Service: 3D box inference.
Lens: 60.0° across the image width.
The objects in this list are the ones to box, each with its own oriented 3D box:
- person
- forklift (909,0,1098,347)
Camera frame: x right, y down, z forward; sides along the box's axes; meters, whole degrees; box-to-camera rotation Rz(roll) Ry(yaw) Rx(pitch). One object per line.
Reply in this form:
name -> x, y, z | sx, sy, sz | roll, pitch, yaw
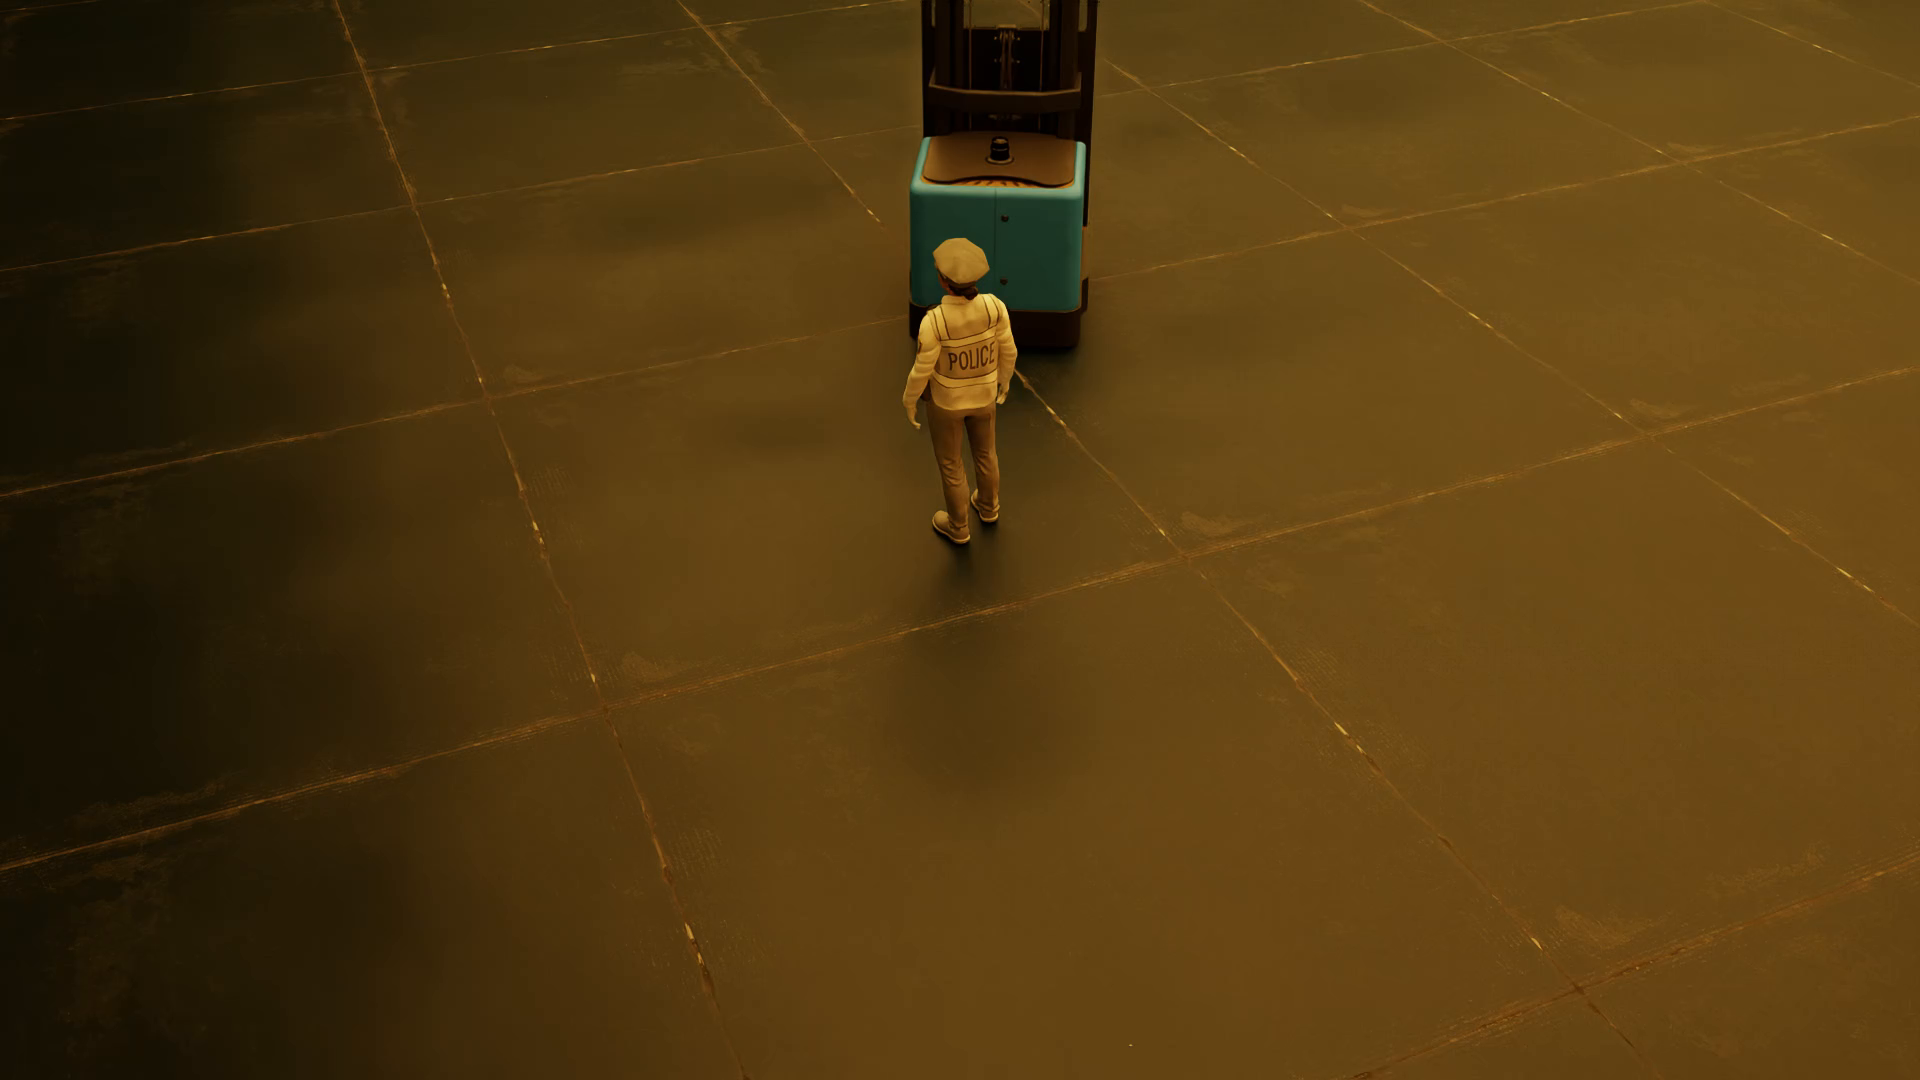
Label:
person -> -0.021, -0.734, 8.186 | 0.588, 1.695, 0.531 | -14, 38, -19
forklift -> 0.326, -3.208, 10.610 | 1.130, 2.935, 3.031 | 3, 36, 4
